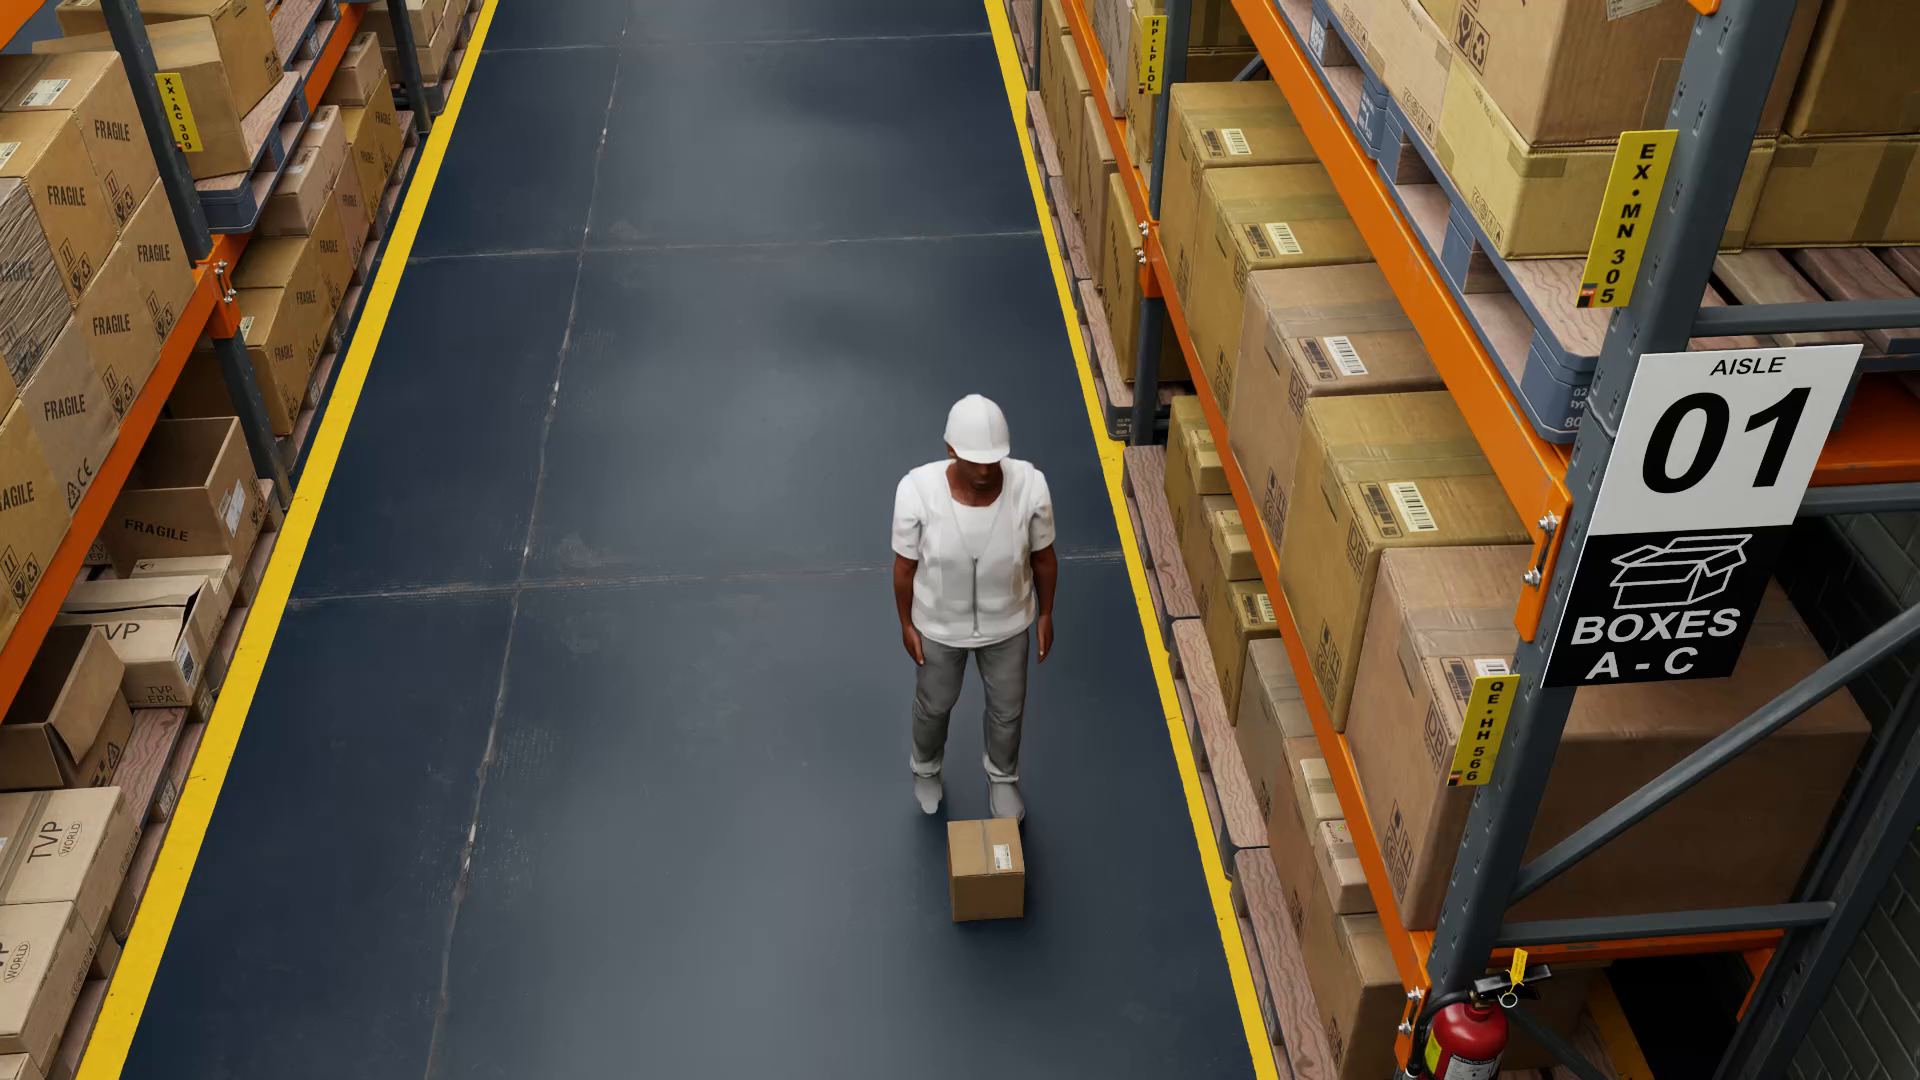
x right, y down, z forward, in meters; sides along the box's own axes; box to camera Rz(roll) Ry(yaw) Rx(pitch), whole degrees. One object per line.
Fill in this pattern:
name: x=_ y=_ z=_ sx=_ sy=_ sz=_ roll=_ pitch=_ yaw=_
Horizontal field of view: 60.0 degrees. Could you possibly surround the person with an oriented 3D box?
person: x=0.057 y=0.300 z=5.801 sx=0.566 sy=1.809 sz=0.409 roll=-3 pitch=39 yaw=-4
